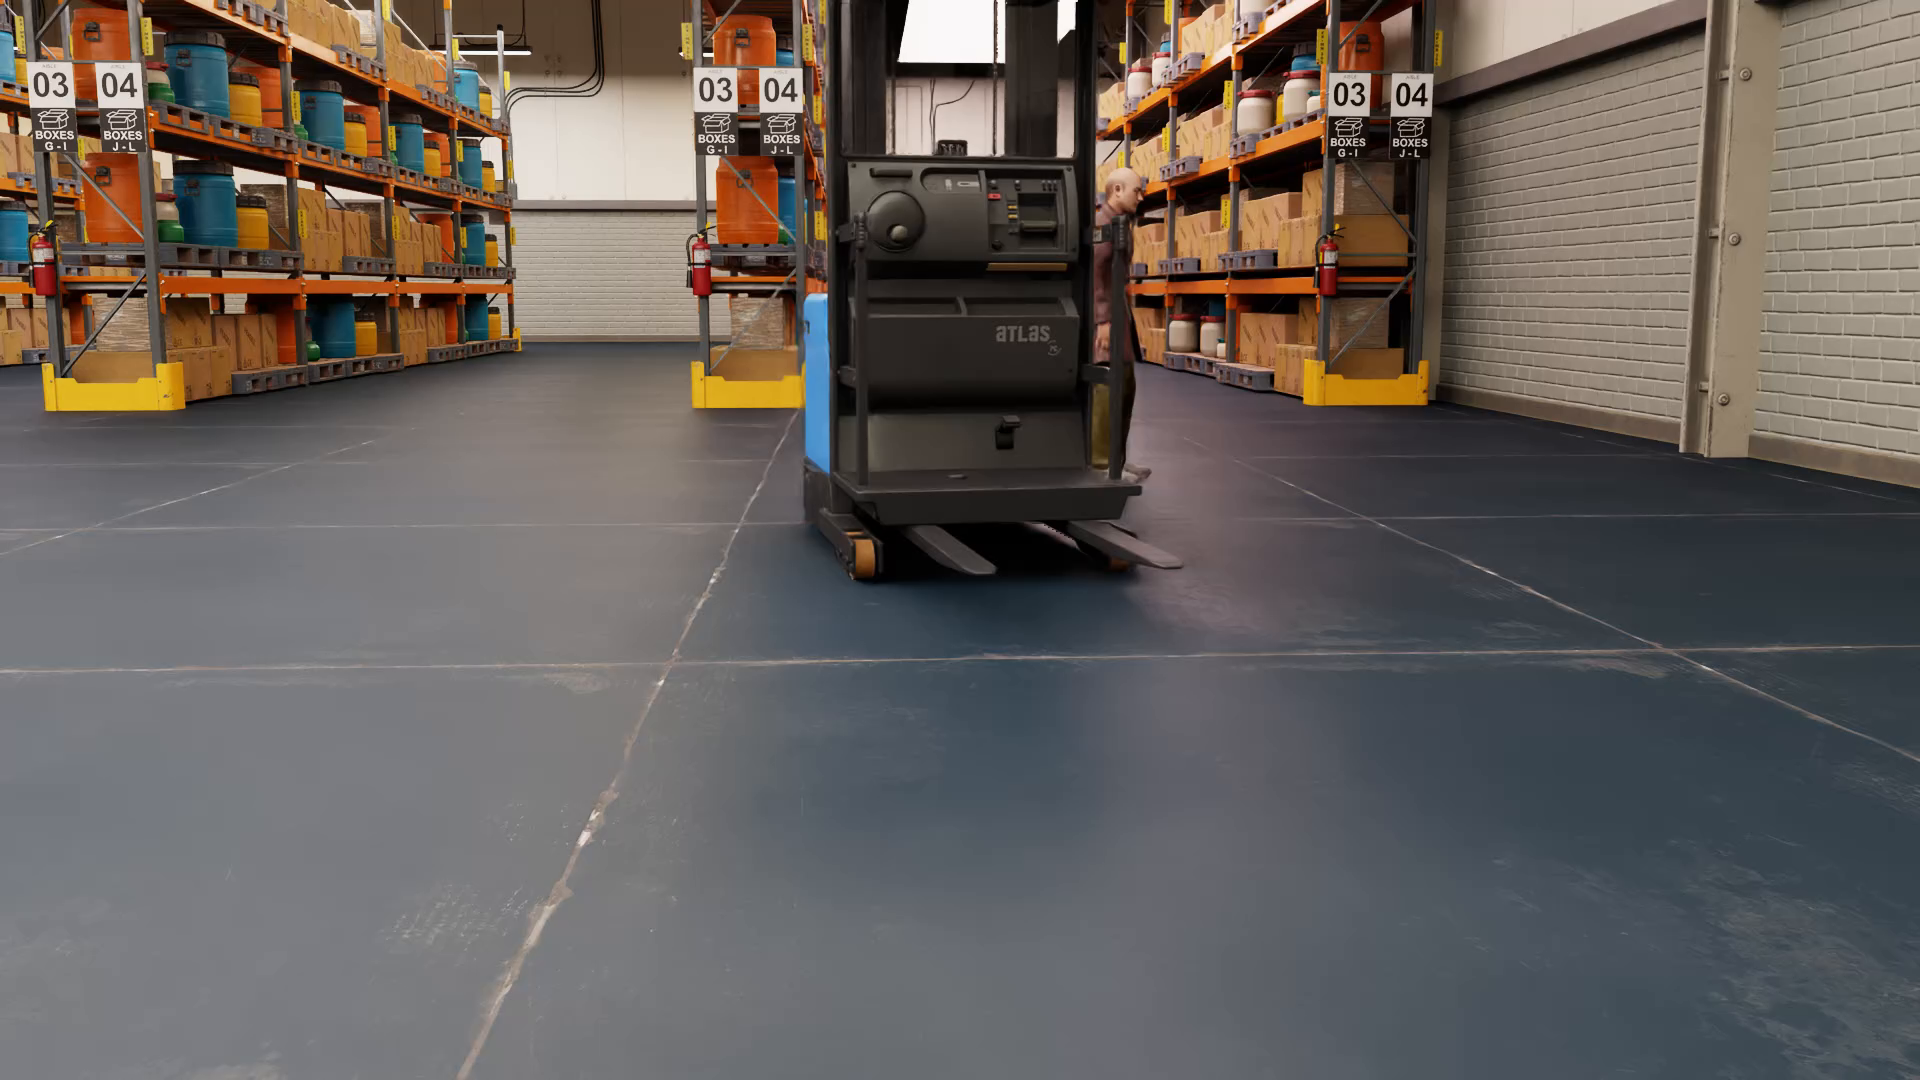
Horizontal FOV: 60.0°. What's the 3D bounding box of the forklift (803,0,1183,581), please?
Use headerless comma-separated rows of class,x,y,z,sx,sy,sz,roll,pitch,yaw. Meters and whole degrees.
forklift,0.062,-1.353,6.443,1.130,2.935,3.031,-2,9,-12

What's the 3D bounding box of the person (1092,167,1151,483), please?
person,0.866,-1.216,9.467,0.431,1.772,0.647,3,9,17
